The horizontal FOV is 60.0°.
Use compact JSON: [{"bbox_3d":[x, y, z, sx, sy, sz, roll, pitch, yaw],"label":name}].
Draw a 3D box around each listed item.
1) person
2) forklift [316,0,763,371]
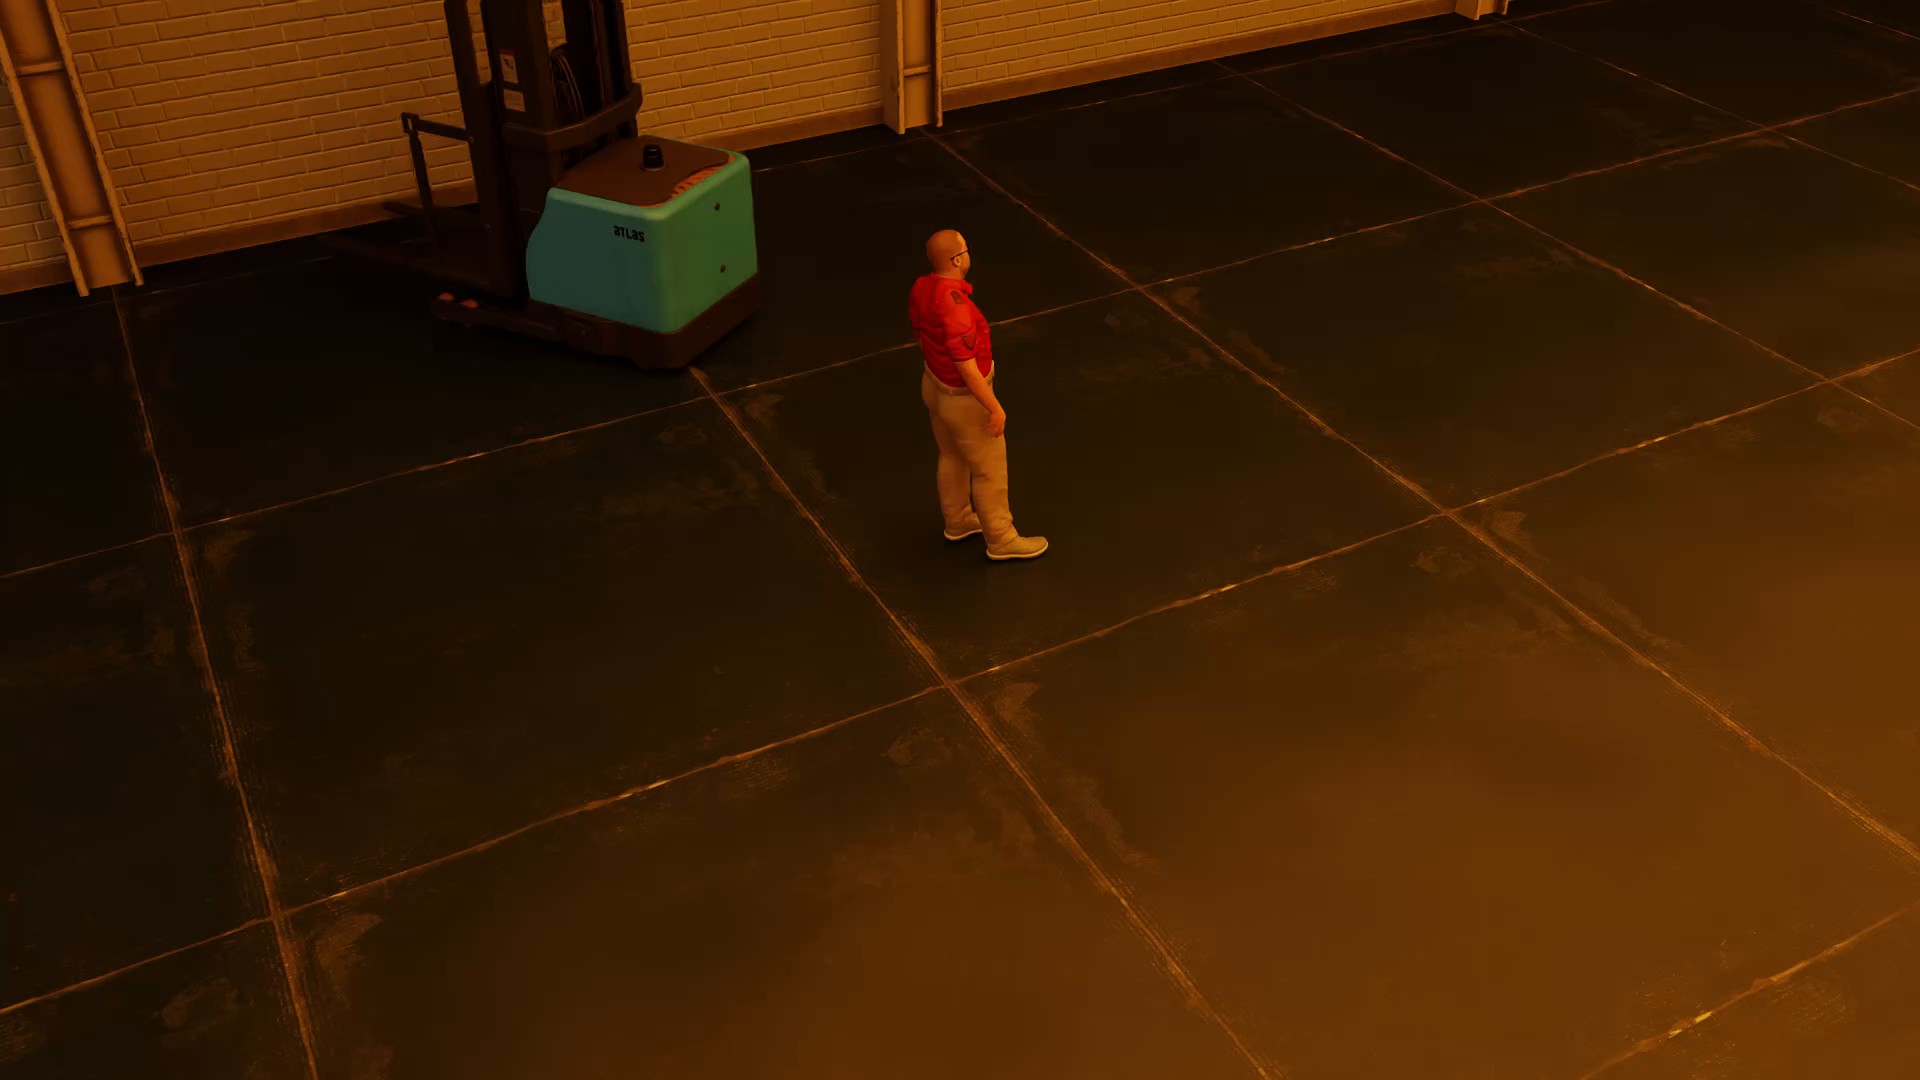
[{"bbox_3d":[0.085,-0.730,8.185,0.551,1.727,0.640,-17,39,-23],"label":"person"},{"bbox_3d":[-2.814,-2.807,10.095,3.031,2.935,1.130,16,38,22],"label":"forklift"}]
